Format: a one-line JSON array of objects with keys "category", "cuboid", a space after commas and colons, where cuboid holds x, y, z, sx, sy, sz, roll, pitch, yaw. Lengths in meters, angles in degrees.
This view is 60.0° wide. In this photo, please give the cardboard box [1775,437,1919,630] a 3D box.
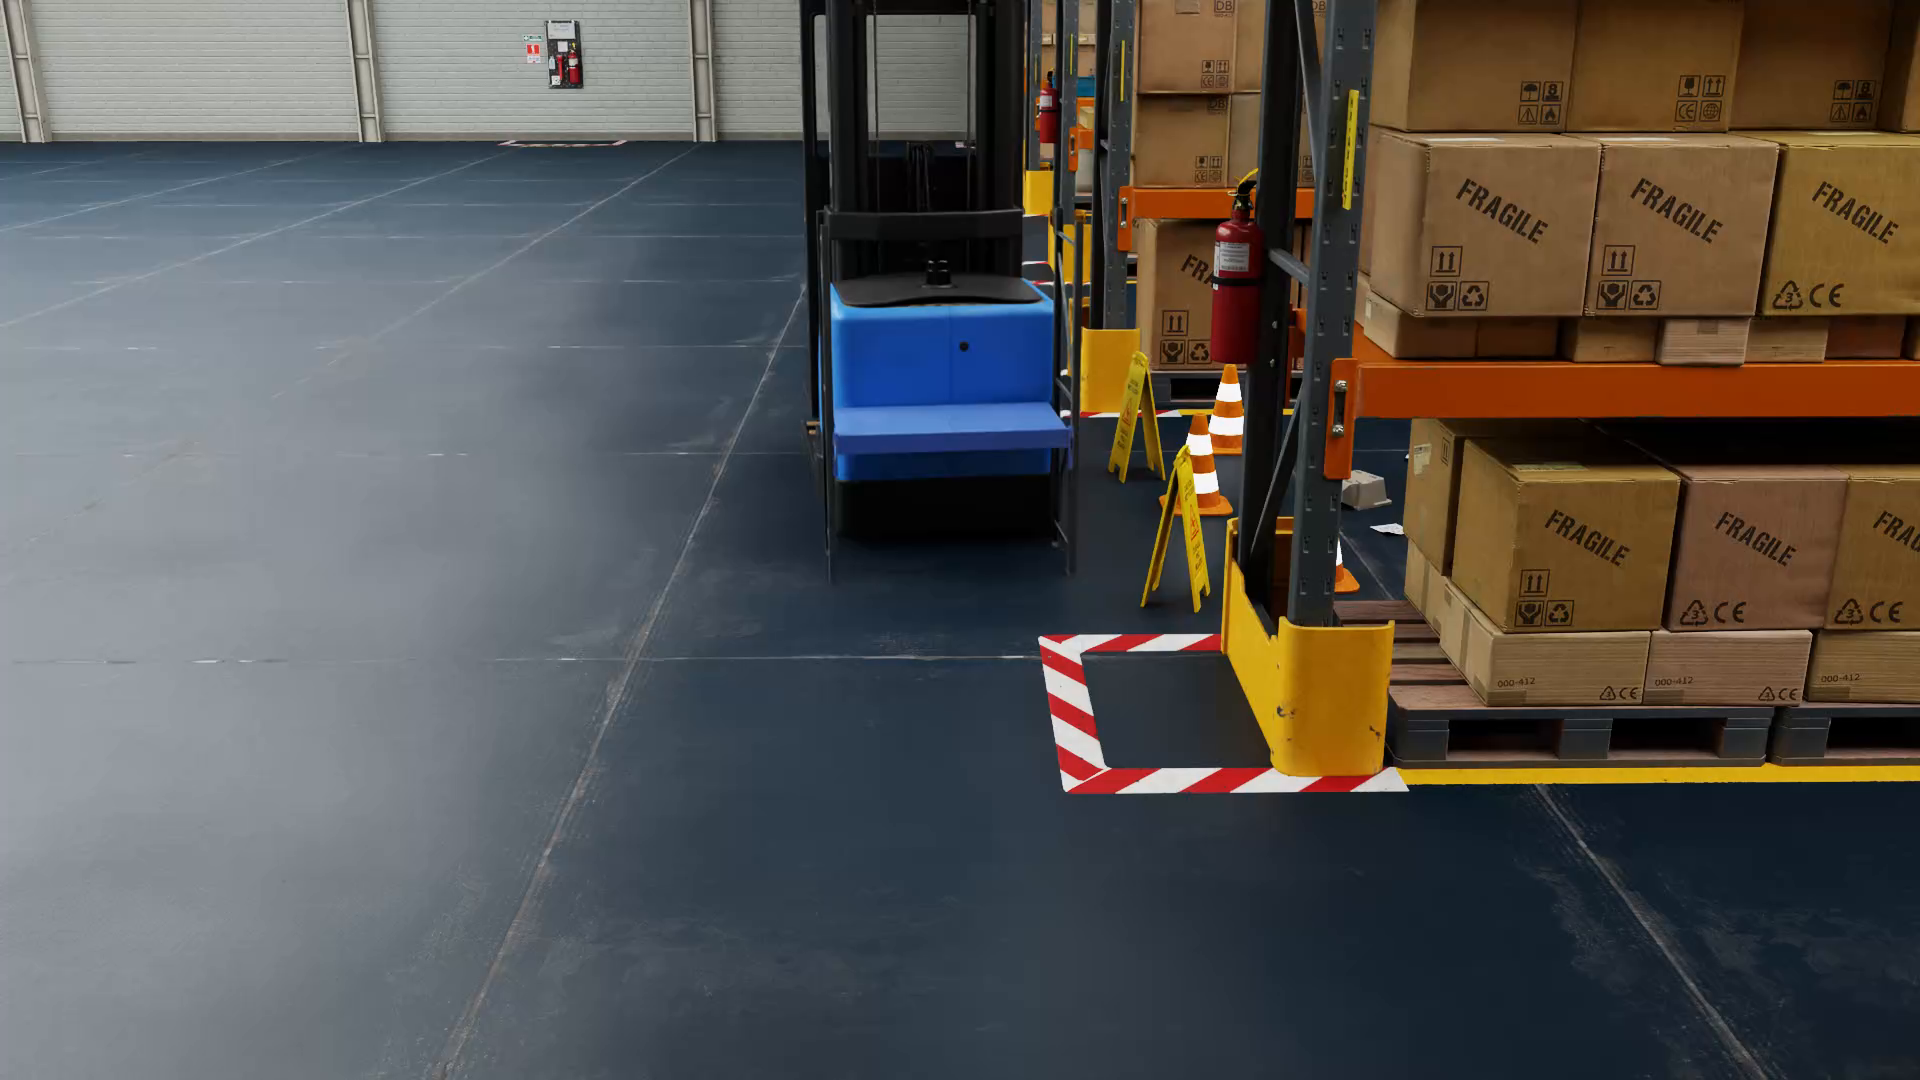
[{"category": "cardboard box", "cuboid": [2.953, -0.029, 5.358, 0.500, 0.500, 0.500, 0, 18, 0]}]

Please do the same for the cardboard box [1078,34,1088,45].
[{"category": "cardboard box", "cuboid": [1.694, -7.206, 23.918, 0.250, 0.149, 0.380, 0, 18, -1]}]

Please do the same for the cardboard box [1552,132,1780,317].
[{"category": "cardboard box", "cuboid": [2.090, -0.969, 5.048, 0.500, 0.500, 0.500, 0, 18, 1]}]

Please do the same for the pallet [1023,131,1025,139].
[{"category": "pallet", "cuboid": [1.592, -7.089, 29.344, 1.213, 0.211, 1.003, 0, 18, -1]}]

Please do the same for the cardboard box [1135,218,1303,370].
[{"category": "cardboard box", "cuboid": [1.592, -1.581, 10.400, 0.875, 0.875, 0.875, 0, 18, -1]}]

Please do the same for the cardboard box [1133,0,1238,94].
[{"category": "cardboard box", "cuboid": [1.286, -2.945, 9.847, 0.550, 0.550, 0.875, 0, 18, -1]}]

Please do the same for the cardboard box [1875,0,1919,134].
[{"category": "cardboard box", "cuboid": [3.117, -1.587, 5.339, 0.500, 0.500, 0.700, 0, 18, -1]}]

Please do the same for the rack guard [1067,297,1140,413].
[{"category": "rack guard", "cuboid": [0.891, -1.179, 10.448, 0.348, 0.500, 1.175, 0, 18, -1]}]

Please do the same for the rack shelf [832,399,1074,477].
[{"category": "rack shelf", "cuboid": [-0.054, -0.442, 7.103, 1.000, 0.185, 0.538, -2, 18, -6]}]

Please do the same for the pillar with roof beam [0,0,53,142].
[{"category": "pillar with roof beam", "cuboid": [-16.541, -10.146, 24.487, 0.400, 9.000, 9.100, 0, 18, -1]}]

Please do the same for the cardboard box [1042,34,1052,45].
[{"category": "cardboard box", "cuboid": [1.181, -7.203, 23.909, 0.250, 0.149, 0.380, 0, 18, -1]}]

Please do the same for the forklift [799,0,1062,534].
[{"category": "forklift", "cuboid": [-0.267, -1.832, 8.502, 1.130, 2.935, 3.031, -3, 18, -8]}]

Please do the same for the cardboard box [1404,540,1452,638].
[{"category": "cardboard box", "cuboid": [1.922, 0.165, 5.980, 0.500, 0.250, 0.500, 0, 18, -1]}]

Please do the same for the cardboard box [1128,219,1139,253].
[{"category": "cardboard box", "cuboid": [1.562, -2.893, 15.102, 0.500, 0.500, 0.500, 3, 18, 9]}]

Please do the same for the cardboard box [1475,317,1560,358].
[{"category": "cardboard box", "cuboid": [1.689, -0.683, 5.219, 0.250, 0.149, 0.380, 0, 18, 0]}]

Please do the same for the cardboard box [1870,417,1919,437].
[{"category": "cardboard box", "cuboid": [3.446, -0.197, 5.879, 0.500, 0.500, 0.500, 1, 18, 2]}]

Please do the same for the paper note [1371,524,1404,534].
[{"category": "paper note", "cuboid": [2.008, -0.057, 7.718, 0.142, 0.019, 0.148, -7, 19, -20]}]

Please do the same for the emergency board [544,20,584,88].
[{"category": "emergency board", "cuboid": [-7.082, -8.662, 29.682, 0.643, 1.169, 0.194, 0, 18, -1]}]

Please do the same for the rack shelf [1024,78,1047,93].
[{"category": "rack shelf", "cuboid": [2.785, -6.578, 24.362, 4.000, 0.370, 1.077, 0, 18, -1]}]

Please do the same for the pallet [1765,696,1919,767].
[{"category": "pallet", "cuboid": [3.200, 0.471, 5.776, 1.213, 0.211, 1.003, 0, 18, -1]}]

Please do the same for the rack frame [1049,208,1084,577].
[{"category": "rack frame", "cuboid": [0.451, -0.632, 7.105, 0.032, 1.500, 0.500, -2, 18, -6]}]

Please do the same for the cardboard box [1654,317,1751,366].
[{"category": "cardboard box", "cuboid": [2.210, -0.646, 5.106, 0.250, 0.149, 0.380, 0, 18, 0]}]

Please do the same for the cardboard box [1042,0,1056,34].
[{"category": "cardboard box", "cuboid": [1.305, -7.574, 24.004, 0.500, 0.500, 0.700, 0, 18, -1]}]

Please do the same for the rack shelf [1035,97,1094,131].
[{"category": "rack shelf", "cuboid": [2.859, -5.065, 19.646, 4.000, 0.370, 1.077, 0, 18, -1]}]

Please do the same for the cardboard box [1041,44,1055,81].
[{"category": "cardboard box", "cuboid": [1.252, -6.956, 24.202, 0.500, 0.500, 0.700, 0, 18, -1]}]

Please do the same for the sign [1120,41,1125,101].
[{"category": "sign", "cuboid": [0.918, -2.650, 9.394, 0.005, 0.325, 0.100, 0, 18, -1]}]

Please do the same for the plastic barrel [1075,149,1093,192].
[{"category": "plastic barrel", "cuboid": [1.516, -4.440, 19.905, 0.421, 0.512, 0.421, 0, 18, 0]}]

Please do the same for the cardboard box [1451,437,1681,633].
[{"category": "cardboard box", "cuboid": [1.929, -0.026, 5.346, 0.500, 0.500, 0.500, -1, 18, -3]}]

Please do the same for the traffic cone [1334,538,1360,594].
[{"category": "traffic cone", "cuboid": [1.504, -0.046, 6.977, 0.334, 0.463, 0.336, 0, 18, -1]}]

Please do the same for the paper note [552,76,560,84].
[{"category": "paper note", "cuboid": [-7.260, -8.263, 29.879, 0.142, 0.148, 0.016, 0, 18, -1]}]

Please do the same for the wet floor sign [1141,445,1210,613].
[{"category": "wet floor sign", "cuboid": [0.887, -0.063, 6.731, 0.232, 0.644, 0.267, 6, 19, 18]}]

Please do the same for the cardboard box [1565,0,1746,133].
[{"category": "cardboard box", "cuboid": [2.107, -1.593, 5.358, 0.500, 0.500, 0.700, 0, 18, 0]}]

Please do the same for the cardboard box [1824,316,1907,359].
[{"category": "cardboard box", "cuboid": [2.732, -0.677, 5.203, 0.250, 0.149, 0.380, 0, 18, 1]}]

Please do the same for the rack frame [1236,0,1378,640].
[{"category": "rack frame", "cuboid": [1.094, -0.858, 5.355, 0.127, 3.000, 1.000, 0, 18, -1]}]

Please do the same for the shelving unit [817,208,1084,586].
[{"category": "shelving unit", "cuboid": [-0.054, -0.614, 7.048, 1.048, 1.500, 0.538, -2, 18, -6]}]

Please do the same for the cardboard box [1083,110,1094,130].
[{"category": "cardboard box", "cuboid": [1.226, -3.694, 14.606, 0.250, 0.149, 0.380, 0, 18, -1]}]

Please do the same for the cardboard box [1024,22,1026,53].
[{"category": "cardboard box", "cuboid": [1.185, -8.629, 28.565, 0.500, 0.500, 0.500, 0, 18, -1]}]

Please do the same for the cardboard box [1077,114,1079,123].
[{"category": "cardboard box", "cuboid": [1.824, -6.096, 24.269, 0.500, 0.500, 0.500, 0, 18, -1]}]

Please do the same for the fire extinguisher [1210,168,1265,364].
[{"category": "fire extinguisher", "cuboid": [0.972, -0.962, 5.804, 0.183, 0.674, 0.296, 0, 18, -1]}]

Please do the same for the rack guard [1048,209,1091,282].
[{"category": "rack guard", "cuboid": [1.013, -2.695, 15.173, 0.348, 0.500, 1.175, 0, 18, -1]}]

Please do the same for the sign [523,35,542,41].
[{"category": "sign", "cuboid": [-7.631, -8.957, 29.677, 0.331, 0.109, 0.001, 0, 18, -1]}]

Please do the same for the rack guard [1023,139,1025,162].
[{"category": "rack guard", "cuboid": [0.761, -5.720, 24.604, 0.348, 0.500, 1.175, 0, 18, -1]}]

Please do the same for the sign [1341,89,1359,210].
[{"category": "sign", "cuboid": [1.103, -1.105, 4.706, 0.005, 0.325, 0.100, 0, 18, -1]}]

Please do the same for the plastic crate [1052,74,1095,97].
[{"category": "plastic crate", "cuboid": [1.355, -5.421, 19.821, 0.616, 0.251, 0.499, 0, 18, -1]}]

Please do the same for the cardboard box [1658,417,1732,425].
[{"category": "cardboard box", "cuboid": [2.508, -0.521, 5.828, 0.250, 0.149, 0.380, 0, 18, 0]}]

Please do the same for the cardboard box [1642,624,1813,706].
[{"category": "cardboard box", "cuboid": [2.415, 0.331, 5.460, 0.500, 0.250, 0.500, 0, 18, 1]}]

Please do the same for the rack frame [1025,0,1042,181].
[{"category": "rack frame", "cuboid": [0.859, -5.398, 19.506, 0.127, 3.000, 1.000, 0, 18, -1]}]

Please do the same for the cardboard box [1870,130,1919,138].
[{"category": "cardboard box", "cuboid": [3.108, -0.976, 5.073, 0.500, 0.500, 0.500, -1, 18, -2]}]

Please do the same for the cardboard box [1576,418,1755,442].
[{"category": "cardboard box", "cuboid": [2.413, -0.193, 5.868, 0.500, 0.500, 0.500, 0, 18, 1]}]

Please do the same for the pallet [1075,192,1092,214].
[{"category": "pallet", "cuboid": [1.747, -4.087, 19.985, 1.213, 0.211, 1.003, 0, 18, -1]}]

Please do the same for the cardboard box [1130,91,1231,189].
[{"category": "cardboard box", "cuboid": [1.285, -2.457, 10.092, 0.550, 0.550, 0.875, 0, 18, -1]}]

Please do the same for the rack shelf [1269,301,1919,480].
[{"category": "rack shelf", "cuboid": [3.094, -0.525, 5.495, 4.000, 0.370, 1.077, 0, 18, -1]}]

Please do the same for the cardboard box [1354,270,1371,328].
[{"category": "cardboard box", "cuboid": [1.464, -0.806, 5.603, 0.250, 0.149, 0.380, 0, 18, 1]}]
